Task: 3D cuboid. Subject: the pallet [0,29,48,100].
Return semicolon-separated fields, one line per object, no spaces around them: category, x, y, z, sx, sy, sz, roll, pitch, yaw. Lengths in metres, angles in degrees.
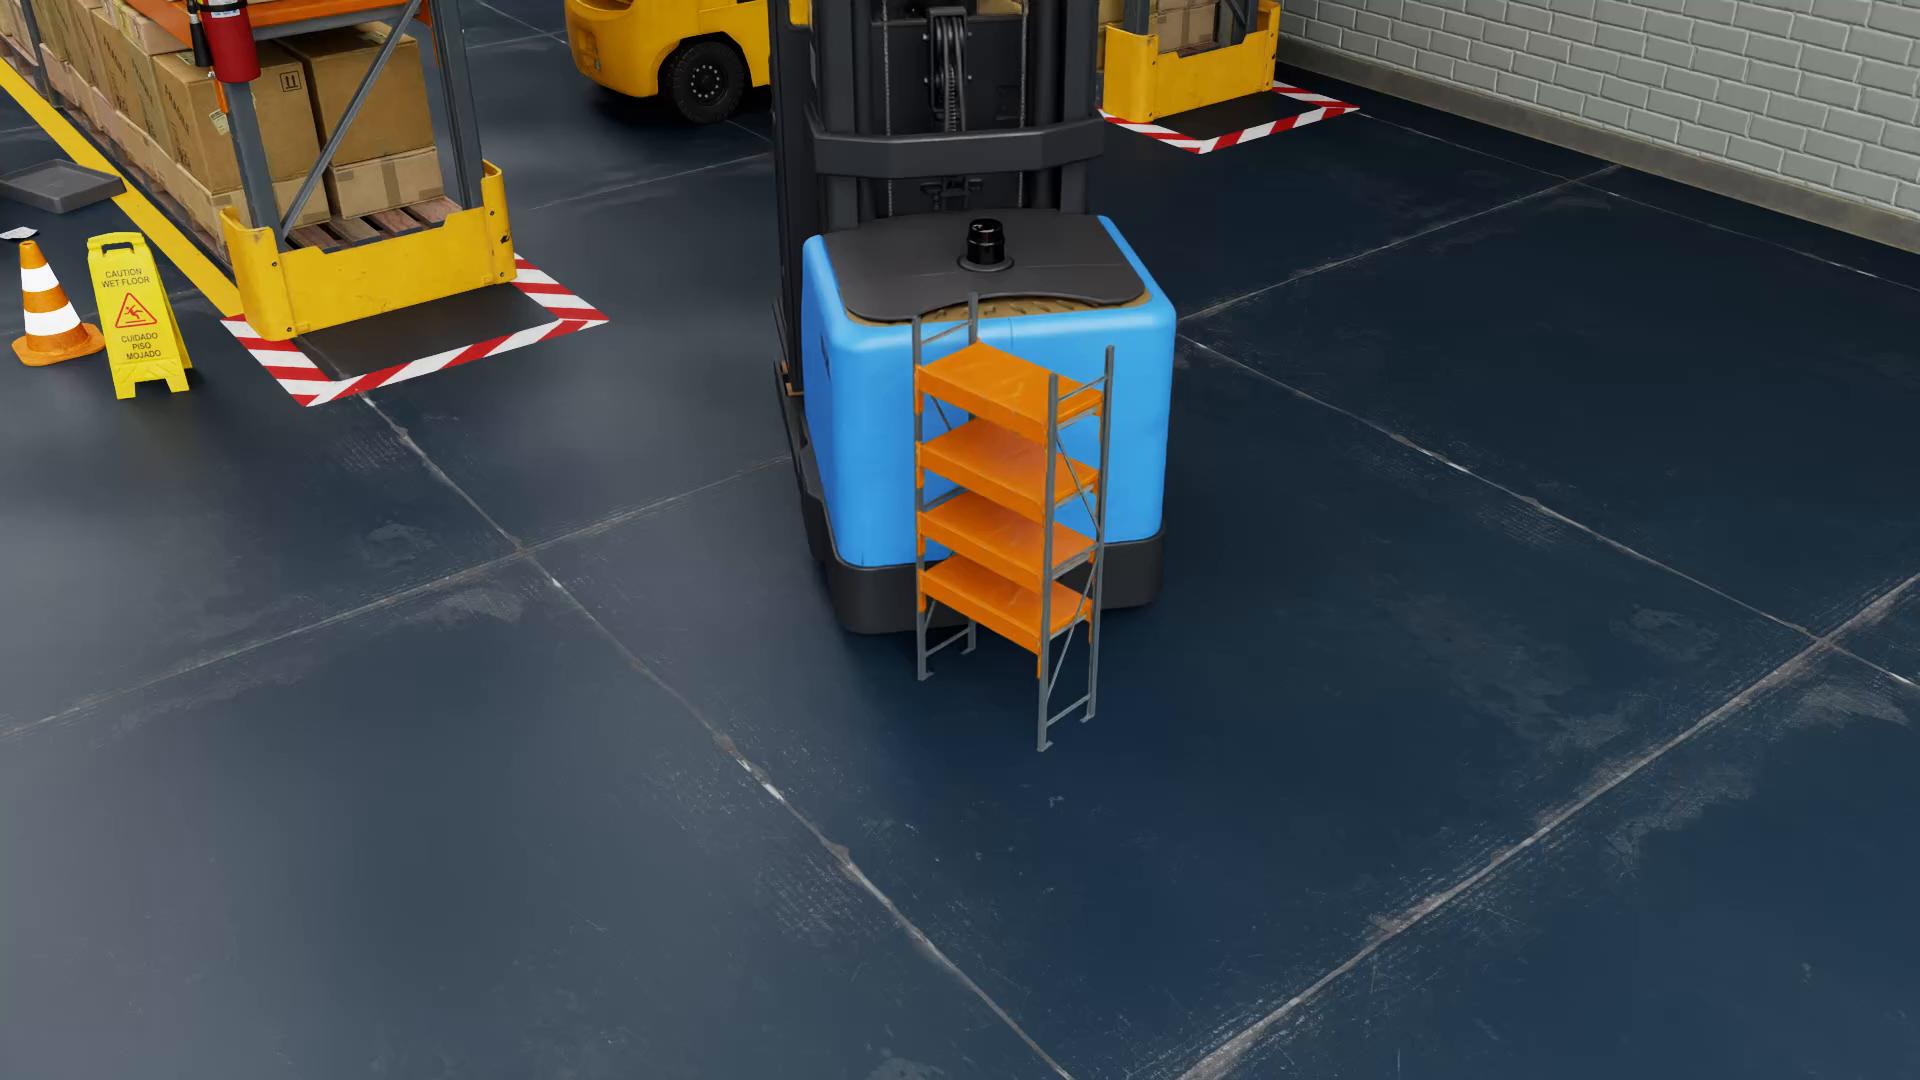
pallet;-5.481;-3.147;10.616;1.003;0.211;1.213;-22;38;-31

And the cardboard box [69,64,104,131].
cardboard box;-4.518;-2.465;9.085;0.500;0.250;0.500;-20;37;-29

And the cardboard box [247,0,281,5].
cardboard box;-2.948;-2.320;6.880;0.380;0.149;0.250;-21;37;-30

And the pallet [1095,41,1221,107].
pallet;0.867;-3.068;10.490;1.003;0.211;1.213;-22;38;-31

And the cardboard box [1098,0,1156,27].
cardboard box;0.824;-3.272;9.909;0.500;0.250;0.500;-23;38;-32

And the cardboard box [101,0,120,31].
cardboard box;-3.837;-2.541;7.881;0.380;0.149;0.250;-21;37;-29

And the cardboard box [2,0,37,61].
cardboard box;-5.326;-3.287;10.292;0.950;0.372;0.625;-22;38;-31

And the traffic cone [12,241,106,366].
traffic cone;-3.832;-1.024;6.961;0.336;0.463;0.334;-22;38;-31

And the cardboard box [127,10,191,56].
cardboard box;-3.525;-2.325;7.533;0.380;0.149;0.250;-21;38;-30

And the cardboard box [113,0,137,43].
cardboard box;-3.677;-2.431;7.704;0.380;0.149;0.250;-22;38;-31

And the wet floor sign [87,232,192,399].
wet floor sign;-3.278;-0.915;6.611;0.267;0.644;0.232;-10;33;-15

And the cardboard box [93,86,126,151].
cardboard box;-4.190;-2.245;8.730;0.500;0.250;0.500;-23;38;-32

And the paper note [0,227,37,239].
paper note;-4.618;-1.508;8.149;0.148;0.019;0.142;18;36;27

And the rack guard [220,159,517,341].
rack guard;-2.596;-1.310;7.385;1.175;0.500;0.348;-22;38;-31

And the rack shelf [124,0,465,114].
rack shelf;-3.776;-2.868;8.207;1.077;0.370;4.000;-22;38;-31

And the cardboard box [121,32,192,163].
cardboard box;-3.570;-2.135;7.842;0.500;0.500;0.500;-21;37;-30

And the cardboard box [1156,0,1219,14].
cardboard box;1.245;-3.433;10.169;0.500;0.250;0.500;-21;38;-31

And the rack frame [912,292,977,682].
rack frame;-0.040;-0.126;4.816;0.015;1.200;0.240;27;41;36

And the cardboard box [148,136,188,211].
cardboard box;-3.569;-1.819;8.043;0.500;0.250;0.500;-22;38;-31

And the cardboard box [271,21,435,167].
cardboard box;-2.841;-2.104;7.792;0.500;0.500;0.500;-24;39;-33

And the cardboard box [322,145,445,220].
cardboard box;-2.826;-1.776;7.975;0.500;0.250;0.500;-23;38;-32

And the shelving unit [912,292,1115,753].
shelving unit;0.135;-0.036;4.671;0.503;1.200;0.258;27;41;36

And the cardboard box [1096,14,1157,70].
cardboard box;0.831;-3.051;10.028;0.500;0.250;0.500;-22;38;-31

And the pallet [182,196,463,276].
pallet;-3.067;-1.537;8.025;1.003;0.211;1.213;-22;38;-31

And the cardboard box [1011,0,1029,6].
cardboard box;0.524;-3.484;10.252;0.500;0.250;0.500;-23;38;-32

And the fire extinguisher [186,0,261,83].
fire extinguisher;-2.844;-2.110;6.378;0.296;0.674;0.183;-22;38;-31

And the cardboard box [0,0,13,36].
cardboard box;-5.770;-3.586;10.773;0.950;0.372;0.625;-20;37;-29

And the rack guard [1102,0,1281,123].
rack guard;1.384;-2.876;9.906;1.175;0.500;0.348;-22;38;-31

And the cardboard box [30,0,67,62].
cardboard box;-4.854;-3.003;9.239;0.500;0.500;0.500;-20;37;-29

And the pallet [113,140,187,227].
pallet;-3.810;-2.045;8.843;1.003;0.211;1.213;-22;38;-31

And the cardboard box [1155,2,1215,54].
cardboard box;1.222;-3.226;10.309;0.500;0.250;0.500;-22;38;-31

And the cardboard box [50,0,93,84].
cardboard box;-4.516;-2.783;8.886;0.500;0.500;0.500;-21;37;-30

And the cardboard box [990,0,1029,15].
cardboard box;0.534;-3.262;10.367;0.500;0.250;0.500;-22;38;-31

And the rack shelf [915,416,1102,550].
rack shelf;0.135;-0.169;4.589;0.480;0.148;0.258;27;41;36

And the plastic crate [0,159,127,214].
plastic crate;-4.688;-1.847;8.648;0.583;0.080;0.402;18;36;27

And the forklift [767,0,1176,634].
forklift;-0.130;-1.718;5.738;1.130;2.935;3.031;-6;32;-9

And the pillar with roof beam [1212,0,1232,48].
pillar with roof beam;-1.747;-5.685;6.374;9.100;9.000;0.400;-22;38;-31

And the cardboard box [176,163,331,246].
cardboard box;-3.273;-1.610;7.708;0.500;0.250;0.500;-22;38;-32

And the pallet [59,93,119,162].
pallet;-4.563;-2.554;9.662;1.003;0.211;1.213;-22;38;-31

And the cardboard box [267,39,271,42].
cardboard box;-3.165;-2.321;8.141;0.500;0.500;0.500;-24;39;-33

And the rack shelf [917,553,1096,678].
rack shelf;0.135;0.189;4.812;0.480;0.148;0.258;27;41;36

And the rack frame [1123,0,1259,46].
rack frame;1.369;-3.948;9.263;1.000;3.000;0.127;-22;38;-31

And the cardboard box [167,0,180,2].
cardboard box;-3.191;-2.390;6.993;0.380;0.149;0.250;-23;38;-32

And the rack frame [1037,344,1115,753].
rack frame;0.310;0.053;4.527;0.015;1.200;0.240;27;41;36

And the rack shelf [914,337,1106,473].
rack shelf;0.135;-0.370;4.464;0.480;0.148;0.258;27;41;36

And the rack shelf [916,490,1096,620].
rack shelf;0.135;0.021;4.707;0.480;0.148;0.258;27;41;36

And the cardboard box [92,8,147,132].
cardboard box;-3.874;-2.347;8.184;0.500;0.500;0.500;-23;39;-32

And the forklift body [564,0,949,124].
forklift body;-1.235;-3.787;9.809;2.313;2.155;1.214;-22;38;-31

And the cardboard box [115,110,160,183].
cardboard box;-3.895;-2.035;8.392;0.500;0.250;0.500;-24;39;-33

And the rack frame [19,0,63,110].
rack frame;-5.003;-4.007;9.359;1.000;3.000;0.127;-22;38;-31

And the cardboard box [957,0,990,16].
cardboard box;0.234;-3.473;10.707;0.500;0.250;0.500;-22;38;-31

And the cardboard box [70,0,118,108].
cardboard box;-4.200;-2.567;8.537;0.500;0.500;0.500;-20;37;-29

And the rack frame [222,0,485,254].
rack frame;-2.550;-2.340;6.675;1.000;3.000;0.127;-22;38;-31

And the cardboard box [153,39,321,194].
cardboard box;-3.247;-1.918;7.493;0.500;0.500;0.500;-22;38;-31

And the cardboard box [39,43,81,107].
cardboard box;-4.854;-2.684;9.437;0.500;0.250;0.500;-24;39;-33
